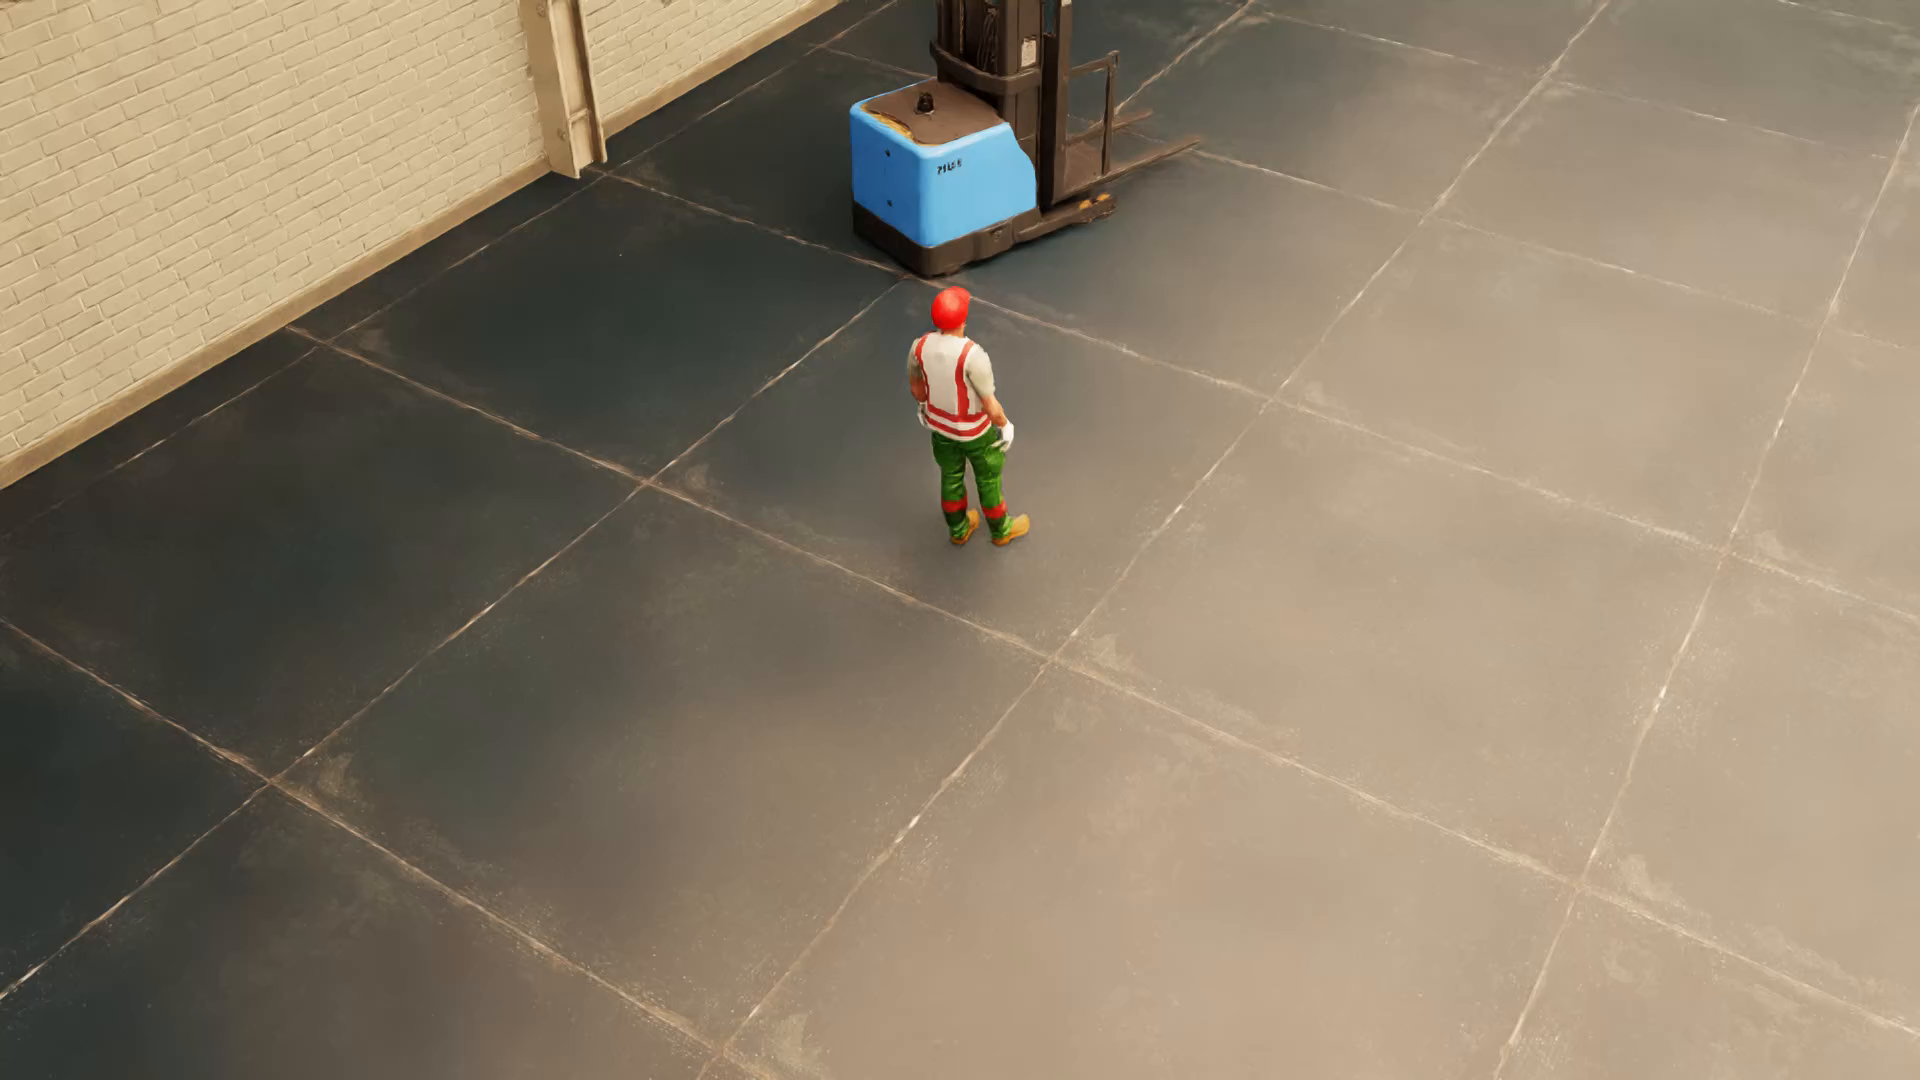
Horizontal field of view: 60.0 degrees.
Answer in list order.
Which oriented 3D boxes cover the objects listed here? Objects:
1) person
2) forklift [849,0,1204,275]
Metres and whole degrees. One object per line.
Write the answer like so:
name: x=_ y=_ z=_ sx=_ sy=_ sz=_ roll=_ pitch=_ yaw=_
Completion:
person: x=0.053 y=-0.728 z=9.698 sx=0.637 sy=1.787 sz=0.563 roll=22 pitch=45 yaw=24
forklift: x=0.632 y=-3.883 z=12.549 sx=3.031 sy=2.935 sz=1.130 roll=-26 pitch=47 yaw=-28
